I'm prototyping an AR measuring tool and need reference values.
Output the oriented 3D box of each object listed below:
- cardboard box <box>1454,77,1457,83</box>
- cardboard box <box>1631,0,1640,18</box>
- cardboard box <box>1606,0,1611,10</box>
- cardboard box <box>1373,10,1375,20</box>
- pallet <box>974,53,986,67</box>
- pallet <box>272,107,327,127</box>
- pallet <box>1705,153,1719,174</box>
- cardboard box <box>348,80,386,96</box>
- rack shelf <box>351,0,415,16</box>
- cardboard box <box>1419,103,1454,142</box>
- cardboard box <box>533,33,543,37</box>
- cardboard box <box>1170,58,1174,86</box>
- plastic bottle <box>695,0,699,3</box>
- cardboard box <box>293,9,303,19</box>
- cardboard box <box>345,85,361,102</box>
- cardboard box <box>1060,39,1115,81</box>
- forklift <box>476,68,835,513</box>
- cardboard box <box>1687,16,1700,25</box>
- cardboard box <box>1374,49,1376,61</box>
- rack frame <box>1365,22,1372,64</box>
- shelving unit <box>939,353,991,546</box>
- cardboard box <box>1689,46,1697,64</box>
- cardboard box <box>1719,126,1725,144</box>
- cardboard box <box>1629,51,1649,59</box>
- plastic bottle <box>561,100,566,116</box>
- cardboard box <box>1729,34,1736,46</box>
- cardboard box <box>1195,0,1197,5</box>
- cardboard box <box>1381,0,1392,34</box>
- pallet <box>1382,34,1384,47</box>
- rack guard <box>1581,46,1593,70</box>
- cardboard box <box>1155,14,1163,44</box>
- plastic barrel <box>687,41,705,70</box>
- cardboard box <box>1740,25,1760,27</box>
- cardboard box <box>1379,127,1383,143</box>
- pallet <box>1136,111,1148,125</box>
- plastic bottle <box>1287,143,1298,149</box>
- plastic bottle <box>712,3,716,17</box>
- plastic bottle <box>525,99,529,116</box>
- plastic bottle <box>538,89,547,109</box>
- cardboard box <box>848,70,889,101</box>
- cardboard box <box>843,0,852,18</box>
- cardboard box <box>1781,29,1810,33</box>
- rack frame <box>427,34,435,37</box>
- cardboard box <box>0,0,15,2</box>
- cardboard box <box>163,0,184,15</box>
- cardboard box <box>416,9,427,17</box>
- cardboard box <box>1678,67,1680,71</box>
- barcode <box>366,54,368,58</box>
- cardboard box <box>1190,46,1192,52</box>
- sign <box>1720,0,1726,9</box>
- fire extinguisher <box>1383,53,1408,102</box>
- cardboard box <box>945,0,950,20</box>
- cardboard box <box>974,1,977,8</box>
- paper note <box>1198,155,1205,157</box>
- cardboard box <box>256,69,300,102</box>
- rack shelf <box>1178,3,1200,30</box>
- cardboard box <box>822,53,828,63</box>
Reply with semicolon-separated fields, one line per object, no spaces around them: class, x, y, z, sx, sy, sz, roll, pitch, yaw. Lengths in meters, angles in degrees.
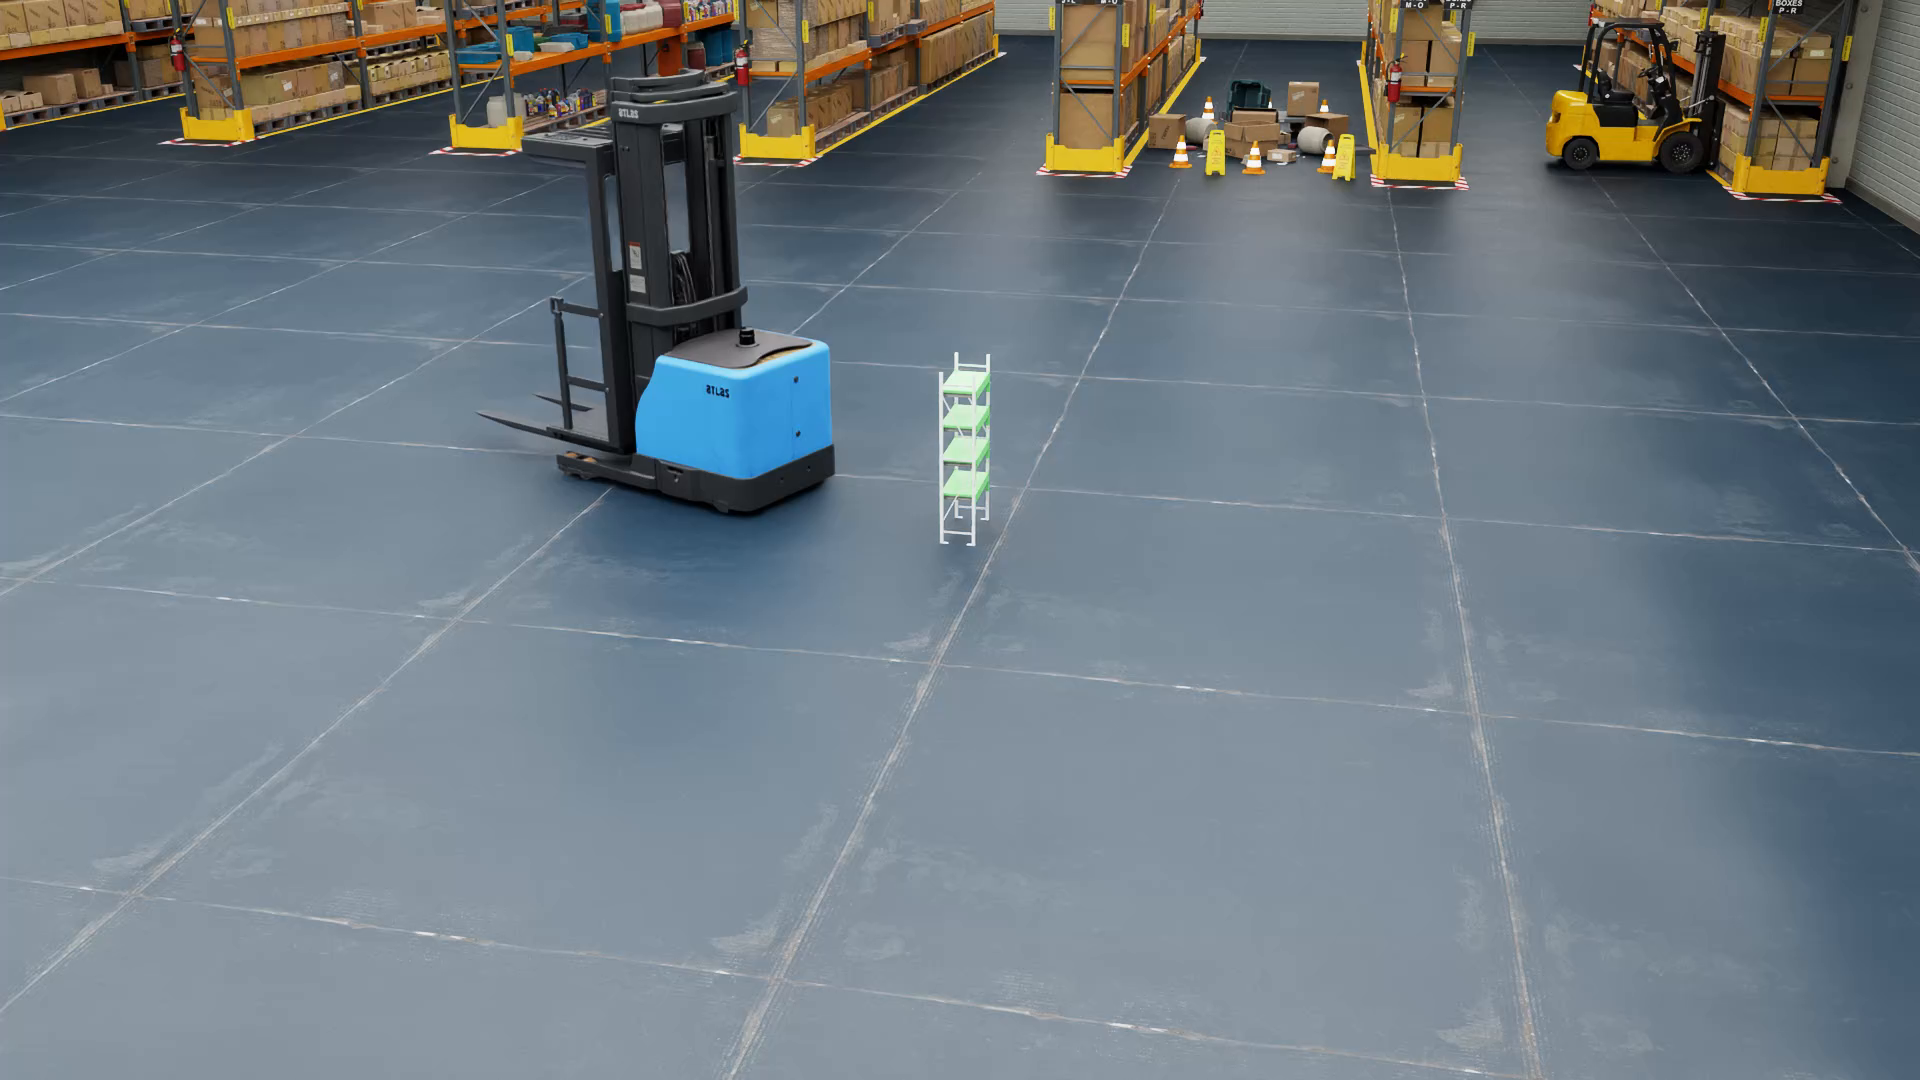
cardboard box;7.220;-6.916;24.846;0.380;0.149;0.250;4;22;9
cardboard box;13.502;-10.356;32.356;0.700;0.500;0.500;4;22;11
cardboard box;14.259;-11.578;35.890;0.500;0.250;0.500;4;22;10
cardboard box;8.878;-10.918;34.648;0.500;0.250;0.500;4;22;10
pallet;0.003;-11.310;39.153;1.003;0.211;1.213;4;22;11
pallet;-12.255;-7.686;30.155;1.003;0.211;1.213;4;22;11
pallet;12.003;-5.797;25.464;1.003;0.211;1.213;4;22;11
cardboard box;-11.480;-8.762;32.214;0.500;0.250;0.500;4;22;10
rack shelf;-14.615;-13.414;41.609;1.077;0.370;4.000;4;22;11
cardboard box;7.217;-6.289;25.070;0.500;0.500;0.500;4;22;9
cardboard box;-9.993;-11.482;38.606;0.500;0.500;0.500;4;22;11
cardboard box;4.036;-9.464;33.622;0.500;0.500;0.500;5;22;12
plastic bottle;-5.866;-11.930;37.126;0.152;0.276;0.135;4;22;11
cardboard box;-11.963;-9.384;29.637;0.380;0.149;0.250;5;23;13
cardboard box;-11.686;-8.448;31.432;0.500;0.250;0.500;4;22;11
cardboard box;1.942;-7.289;25.235;0.875;0.550;0.550;4;22;11
forklift;-2.435;-1.957;12.290;3.031;2.935;1.130;14;26;32
cardboard box;12.538;-8.784;28.147;0.380;0.149;0.250;5;22;11
cardboard box;9.827;-11.013;37.551;0.875;0.438;0.875;5;22;12
rack frame;10.042;-12.591;38.602;1.000;3.000;0.127;4;22;11
shelving unit;0.034;-0.617;11.280;0.258;1.200;0.503;4;22;11
cardboard box;12.300;-7.960;27.304;0.500;0.250;0.500;5;22;12
cardboard box;11.628;-6.089;24.906;0.500;0.250;0.500;4;22;10
cardboard box;13.730;-9.775;33.524;0.380;0.149;0.250;3;22;8
plastic bottle;-7.008;-7.612;29.303;0.097;0.271;0.097;0;22;0
cardboard box;11.796;-7.512;24.989;0.380;0.149;0.250;4;22;10
cardboard box;5.386;-12.674;39.144;0.380;0.149;0.250;4;22;11
cardboard box;6.782;-7.970;25.258;0.700;0.500;0.500;4;22;10
pallet;8.046;-8.849;29.568;1.003;0.211;1.213;4;22;11
rack guard;14.887;-11.027;38.064;1.175;0.500;0.348;4;22;11
cardboard box;3.408;-9.314;30.331;0.500;0.500;0.500;5;22;12
plastic barrel;-5.827;-10.468;35.996;0.600;0.588;0.708;4;22;11
cardboard box;11.811;-7.556;24.700;0.380;0.149;0.250;5;22;12
cardboard box;6.894;-6.356;26.238;0.500;0.250;0.500;4;22;9
pallet;2.811;-7.537;29.786;1.003;0.211;1.213;4;22;11
plastic bottle;5.494;-6.510;27.437;0.133;0.061;0.283;8;23;20
plastic bottle;-5.343;-11.498;36.044;0.061;0.283;0.133;4;22;11
plastic bottle;-7.645;-7.604;29.266;0.061;0.283;0.133;4;22;11
plastic bottle;-7.566;-7.978;30.105;0.144;0.351;0.185;4;22;9
cardboard box;-1.732;-8.603;31.457;0.700;0.500;0.500;3;22;6
cardboard box;-2.134;-9.055;27.951;0.500;0.500;0.500;4;22;11
cardboard box;12.136;-7.333;24.145;0.380;0.149;0.250;5;23;13
rack frame;-14.207;-14.479;43.290;1.000;3.000;0.127;4;22;11
cardboard box;-17.370;-9.477;30.039;0.500;0.500;0.500;4;22;9
cardboard box;-16.293;-10.972;33.858;0.700;0.500;0.500;8;23;18
cardboard box;-11.361;-10.824;34.333;0.500;0.311;0.500;4;22;10
cardboard box;13.762;-8.887;31.319;0.380;0.149;0.250;5;23;13
barcode;-11.345;-9.266;31.817;0.001;0.075;0.075;4;22;11
cardboard box;5.150;-11.347;38.367;0.380;0.149;0.250;5;22;12
sign;13.814;-9.784;30.083;0.100;0.325;0.005;4;22;11
fire extinguisher;6.303;-6.697;24.070;0.296;0.674;0.183;4;22;11
cardboard box;-0.511;-11.366;35.426;0.500;0.500;0.500;4;22;10
cardboard box;0.174;-12.324;38.275;0.380;0.149;0.250;5;22;12
paper note;3.884;-6.131;26.537;0.144;0.017;0.142;13;25;29
cardboard box;-12.105;-8.065;29.478;0.500;0.500;0.500;4;22;11
rack shelf;4.767;-11.866;37.765;1.077;0.370;4.000;4;22;11
cardboard box;-2.384;-7.922;27.345;0.380;0.149;0.250;4;22;11
